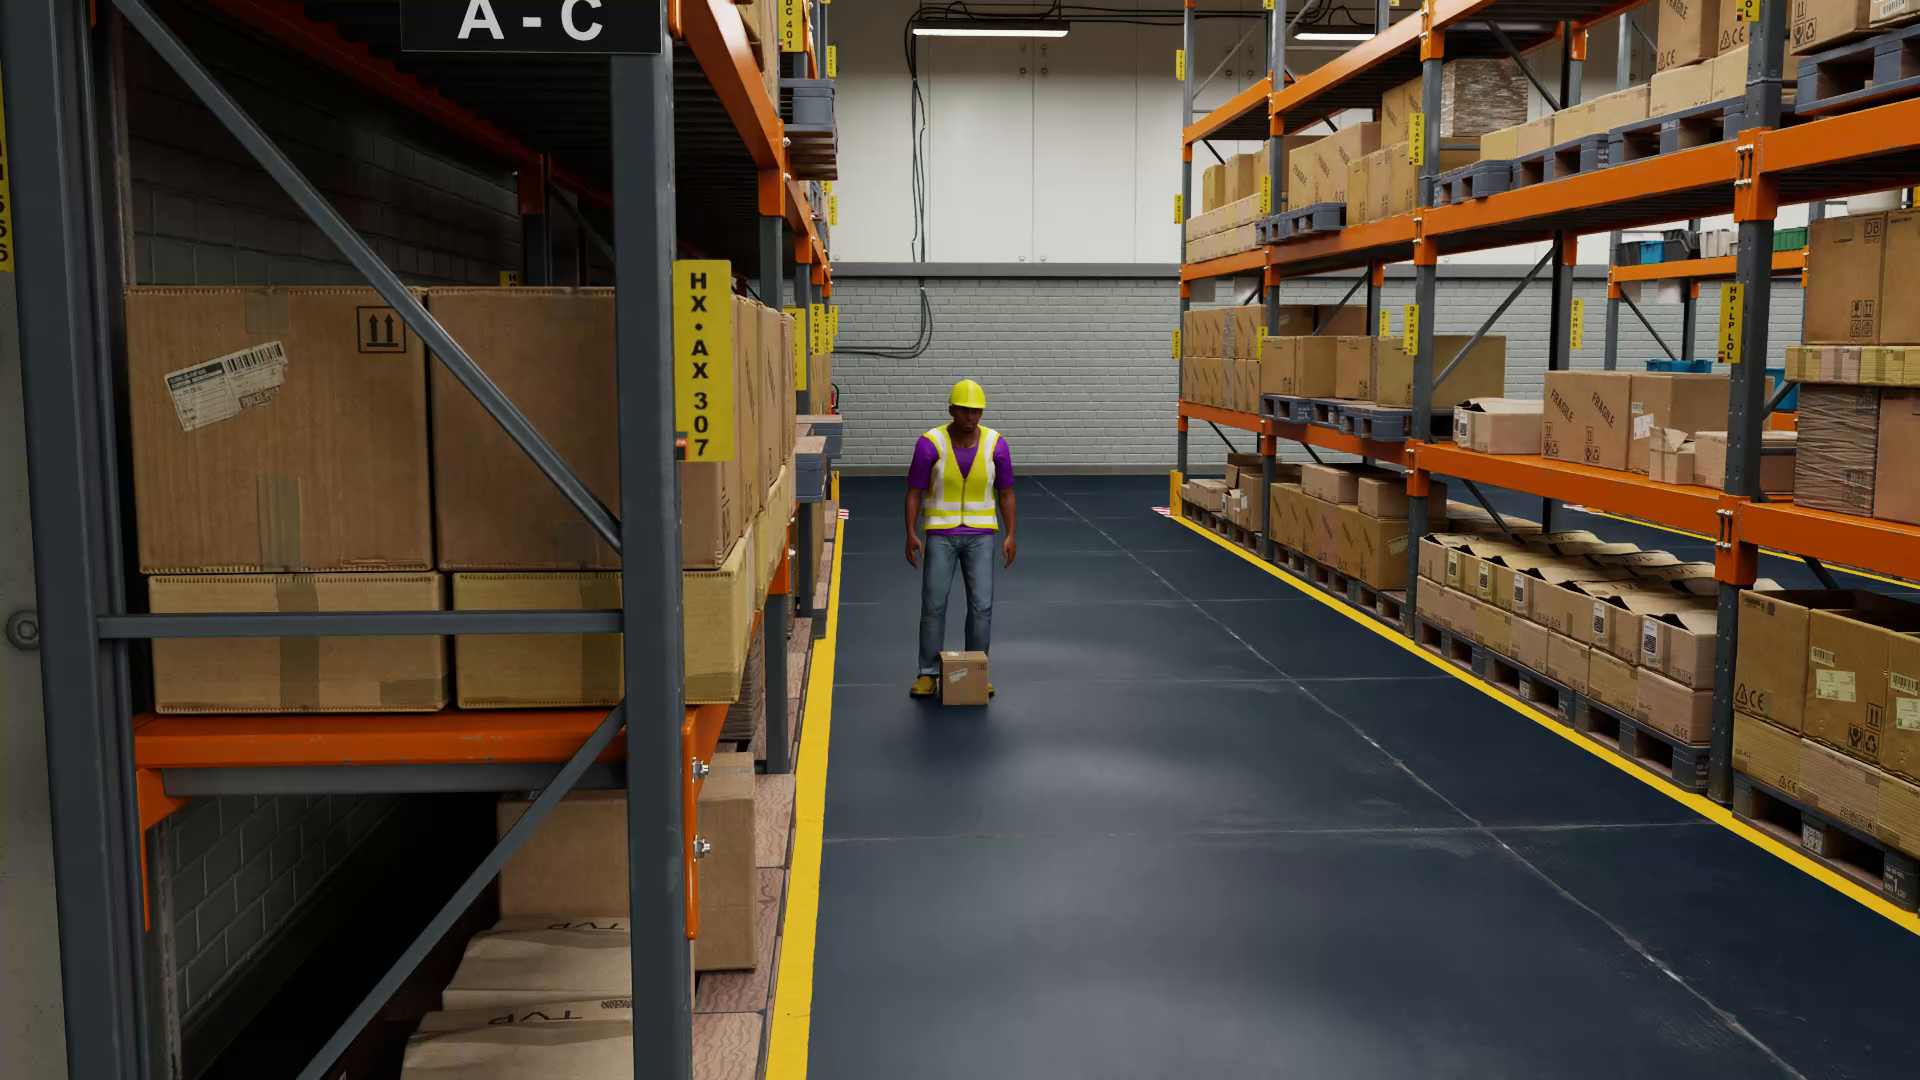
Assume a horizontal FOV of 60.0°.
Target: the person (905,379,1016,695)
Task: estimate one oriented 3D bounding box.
[{"bbox_3d":[0.006,-0.015,9.295,0.634,1.759,0.460,-1,7,-7],"label":"person"}]
